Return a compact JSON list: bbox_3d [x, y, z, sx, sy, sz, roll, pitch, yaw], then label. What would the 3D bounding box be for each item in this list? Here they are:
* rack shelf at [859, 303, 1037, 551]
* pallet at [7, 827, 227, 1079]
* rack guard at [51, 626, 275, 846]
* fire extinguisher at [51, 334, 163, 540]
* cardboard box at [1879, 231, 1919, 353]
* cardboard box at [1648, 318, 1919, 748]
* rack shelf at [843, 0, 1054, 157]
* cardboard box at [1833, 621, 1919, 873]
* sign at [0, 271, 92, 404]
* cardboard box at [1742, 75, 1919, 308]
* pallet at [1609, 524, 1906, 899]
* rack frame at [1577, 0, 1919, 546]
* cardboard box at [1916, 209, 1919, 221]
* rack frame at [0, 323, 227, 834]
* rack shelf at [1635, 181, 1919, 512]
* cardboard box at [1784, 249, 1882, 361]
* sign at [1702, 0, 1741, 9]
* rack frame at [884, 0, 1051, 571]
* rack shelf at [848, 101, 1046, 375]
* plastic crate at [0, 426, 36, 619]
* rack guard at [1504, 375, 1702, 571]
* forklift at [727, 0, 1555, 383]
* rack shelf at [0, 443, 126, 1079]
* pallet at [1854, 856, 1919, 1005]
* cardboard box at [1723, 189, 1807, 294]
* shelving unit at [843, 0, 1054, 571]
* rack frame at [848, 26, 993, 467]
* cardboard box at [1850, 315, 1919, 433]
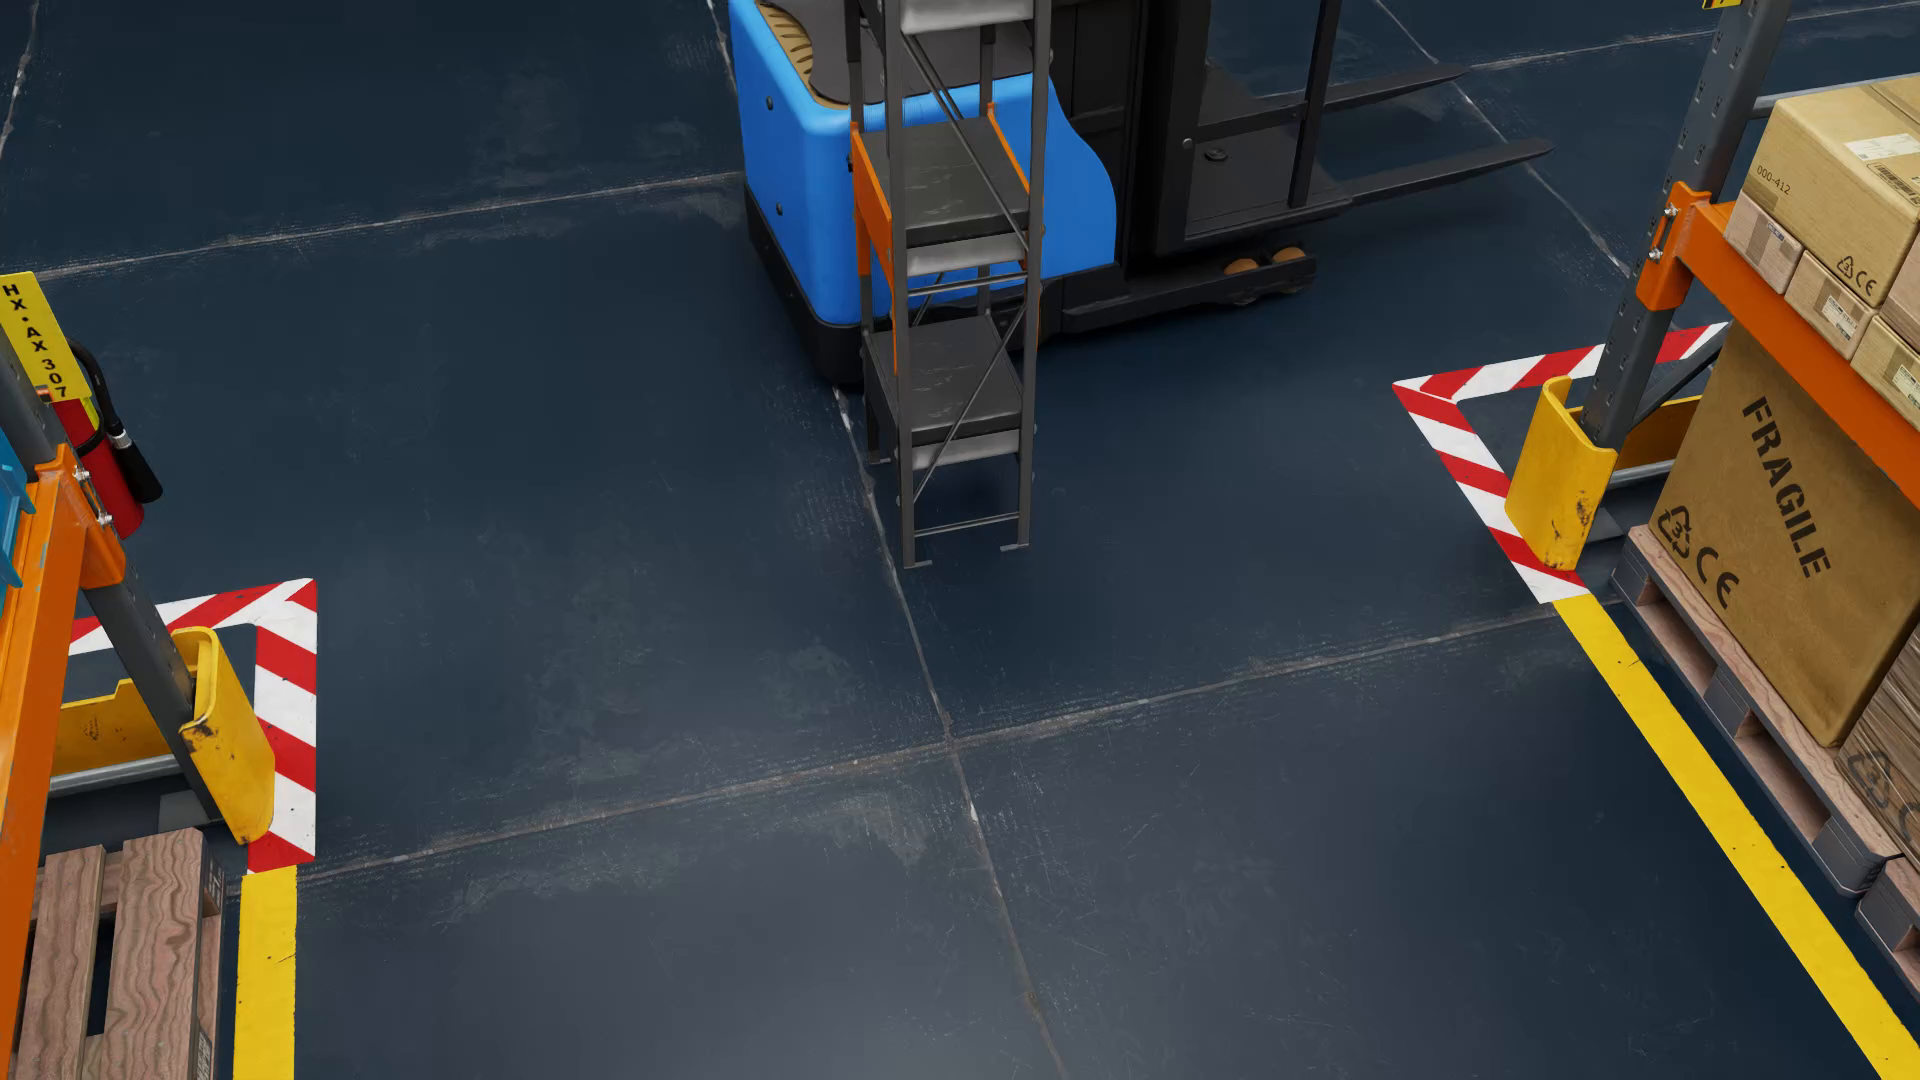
[{"bbox_3d":[-0.042,-0.350,5.122,0.431,0.518,0.480,-11,47,-10],"label":"rack shelf"},{"bbox_3d":[-2.263,1.306,3.822,1.003,0.211,1.213,-11,47,-10],"label":"pallet"},{"bbox_3d":[-2.456,0.615,4.298,1.175,0.500,0.348,-11,47,-10],"label":"rack guard"},{"bbox_3d":[-2.036,-0.276,3.735,0.296,0.674,0.183,-11,47,-10],"label":"fire extinguisher"},{"bbox_3d":[2.352,-0.465,3.502,0.500,0.250,0.500,-11,47,-11],"label":"cardboard box"},{"bbox_3d":[2.592,-0.128,4.469,0.875,0.875,0.875,-11,47,-10],"label":"cardboard box"},{"bbox_3d":[-0.042,-1.330,4.122,0.431,0.518,0.480,-11,47,-10],"label":"rack shelf"},{"bbox_3d":[2.825,0.501,3.853,0.875,0.875,0.875,-11,47,-10],"label":"cardboard box"},{"bbox_3d":[-1.909,-0.415,3.442,0.100,0.325,0.005,-11,47,-10],"label":"sign"},{"bbox_3d":[2.213,-0.823,3.853,0.500,0.250,0.500,-12,47,-11],"label":"cardboard box"},{"bbox_3d":[2.631,0.362,4.747,1.003,0.211,1.213,-11,47,-10],"label":"pallet"},{"bbox_3d":[2.351,-1.152,4.278,1.000,3.000,0.127,-11,47,-10],"label":"rack frame"},{"bbox_3d":[2.341,-0.740,3.246,0.500,0.500,0.500,-12,47,-11],"label":"cardboard box"},{"bbox_3d":[-2.437,-0.246,3.391,1.000,3.000,0.127,-11,47,-10],"label":"rack frame"},{"bbox_3d":[2.863,0.481,3.182,1.077,0.370,4.000,-11,47,-10],"label":"rack shelf"},{"bbox_3d":[2.190,-0.581,3.896,0.380,0.149,0.250,-11,47,-11],"label":"cardboard box"},{"bbox_3d":[1.813,-1.385,3.846,0.100,0.325,0.005,-11,47,-10],"label":"sign"},{"bbox_3d":[0.020,-0.681,4.447,0.400,2.100,0.015,-11,47,-10],"label":"rack frame"},{"bbox_3d":[-0.042,-0.840,4.622,0.431,0.518,0.480,-11,47,-10],"label":"rack shelf"},{"bbox_3d":[-2.171,-0.082,3.164,0.616,0.435,0.499,-11,47,-10],"label":"plastic crate"},{"bbox_3d":[2.345,-0.293,5.187,1.175,0.500,0.348,-11,47,-10],"label":"rack guard"},{"bbox_3d":[0.772,-2.224,5.378,3.031,2.935,1.130,-15,48,-15],"label":"forklift"},{"bbox_3d":[-1.925,1.387,2.295,1.077,0.370,4.000,-11,47,-10],"label":"rack shelf"},{"bbox_3d":[2.940,1.203,3.924,1.003,0.211,1.213,-11,47,-10],"label":"pallet"},{"bbox_3d":[2.123,-0.758,4.069,0.380,0.149,0.250,-10,46,-10],"label":"cardboard box"},{"bbox_3d":[-0.042,-0.849,4.612,0.431,2.100,0.503,-11,47,-10],"label":"shelving unit"},{"bbox_3d":[-0.105,-1.018,4.777,0.400,2.100,0.015,-11,47,-10],"label":"rack frame"},{"bbox_3d":[2.256,-0.405,3.722,0.380,0.149,0.250,-12,47,-11],"label":"cardboard box"}]
